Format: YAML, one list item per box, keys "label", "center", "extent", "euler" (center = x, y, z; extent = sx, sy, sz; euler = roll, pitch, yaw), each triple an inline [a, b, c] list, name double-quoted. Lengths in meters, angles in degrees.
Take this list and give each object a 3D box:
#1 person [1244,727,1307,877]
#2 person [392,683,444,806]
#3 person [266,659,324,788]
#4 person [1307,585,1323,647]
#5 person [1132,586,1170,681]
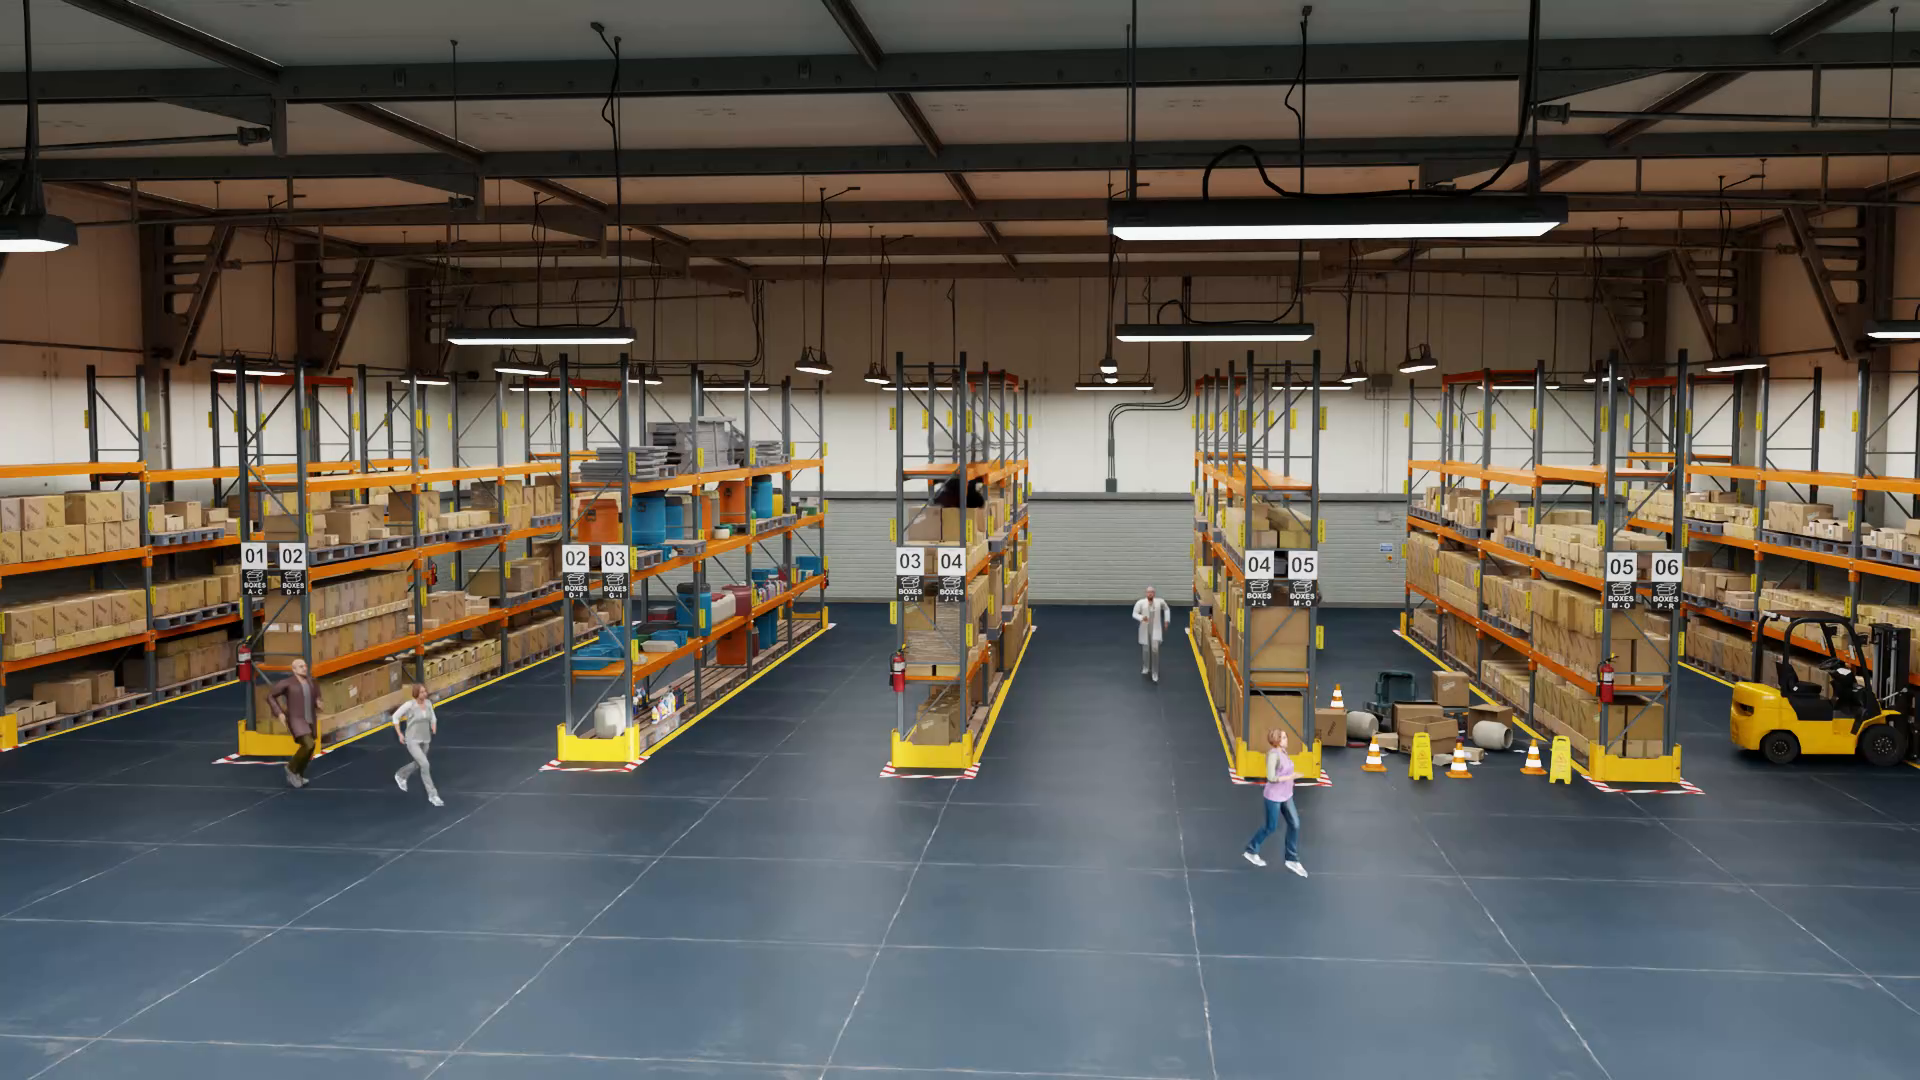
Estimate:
- label: "person"
  center: [3.493, 2.883, 18.413]
  extent: [0.719, 1.635, 0.524]
  euler: [3, 5, 38]
- label: "person"
  center: [-7.138, 2.659, 21.829]
  extent: [0.920, 1.592, 0.558]
  euler: [3, 5, 35]
- label: "person"
  center: [-8.980, 2.504, 22.719]
  extent: [0.720, 1.760, 0.687]
  euler: [2, 5, 27]
- label: "person"
  center: [7.689, 1.547, 36.909]
  extent: [0.657, 1.669, 0.582]
  euler: [-1, 4, -13]
- label: "person"
  center: [3.729, 1.829, 32.442]
  extent: [0.735, 1.869, 0.836]
  euler: [0, 4, 6]
